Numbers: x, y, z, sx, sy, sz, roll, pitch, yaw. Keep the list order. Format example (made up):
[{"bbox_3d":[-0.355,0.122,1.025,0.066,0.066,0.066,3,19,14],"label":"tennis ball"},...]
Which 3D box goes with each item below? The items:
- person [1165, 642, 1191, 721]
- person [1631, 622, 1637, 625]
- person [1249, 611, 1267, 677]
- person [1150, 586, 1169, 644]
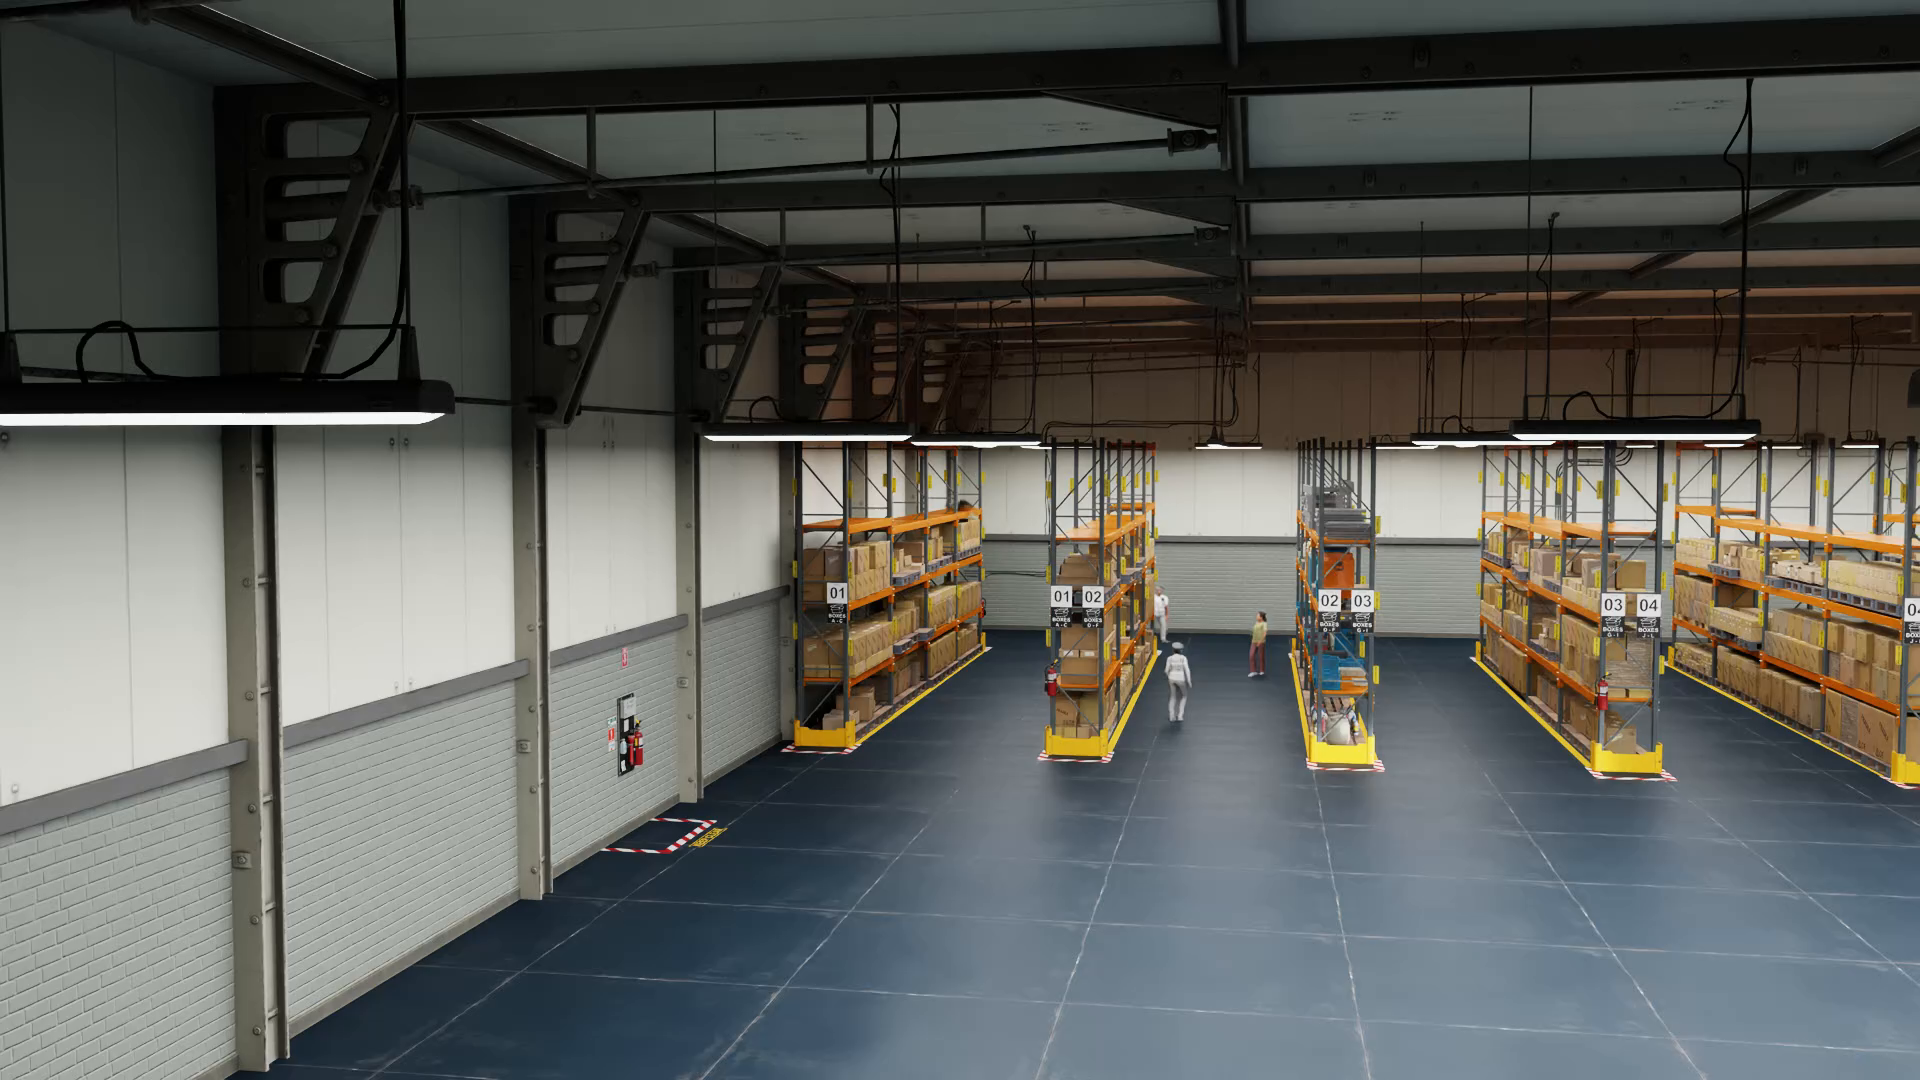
[{"bbox_3d":[4.659,3.060,35.451,0.601,1.750,0.563,2,4,36],"label":"person"},{"bbox_3d":[18.378,2.479,45.602,0.470,1.628,0.550,-1,3,-11],"label":"person"},{"bbox_3d":[7.643,2.653,42.511,0.463,1.672,0.587,2,4,33],"label":"person"},{"bbox_3d":[5.936,2.228,49.768,0.645,1.734,1.028,-1,3,-14],"label":"person"}]
